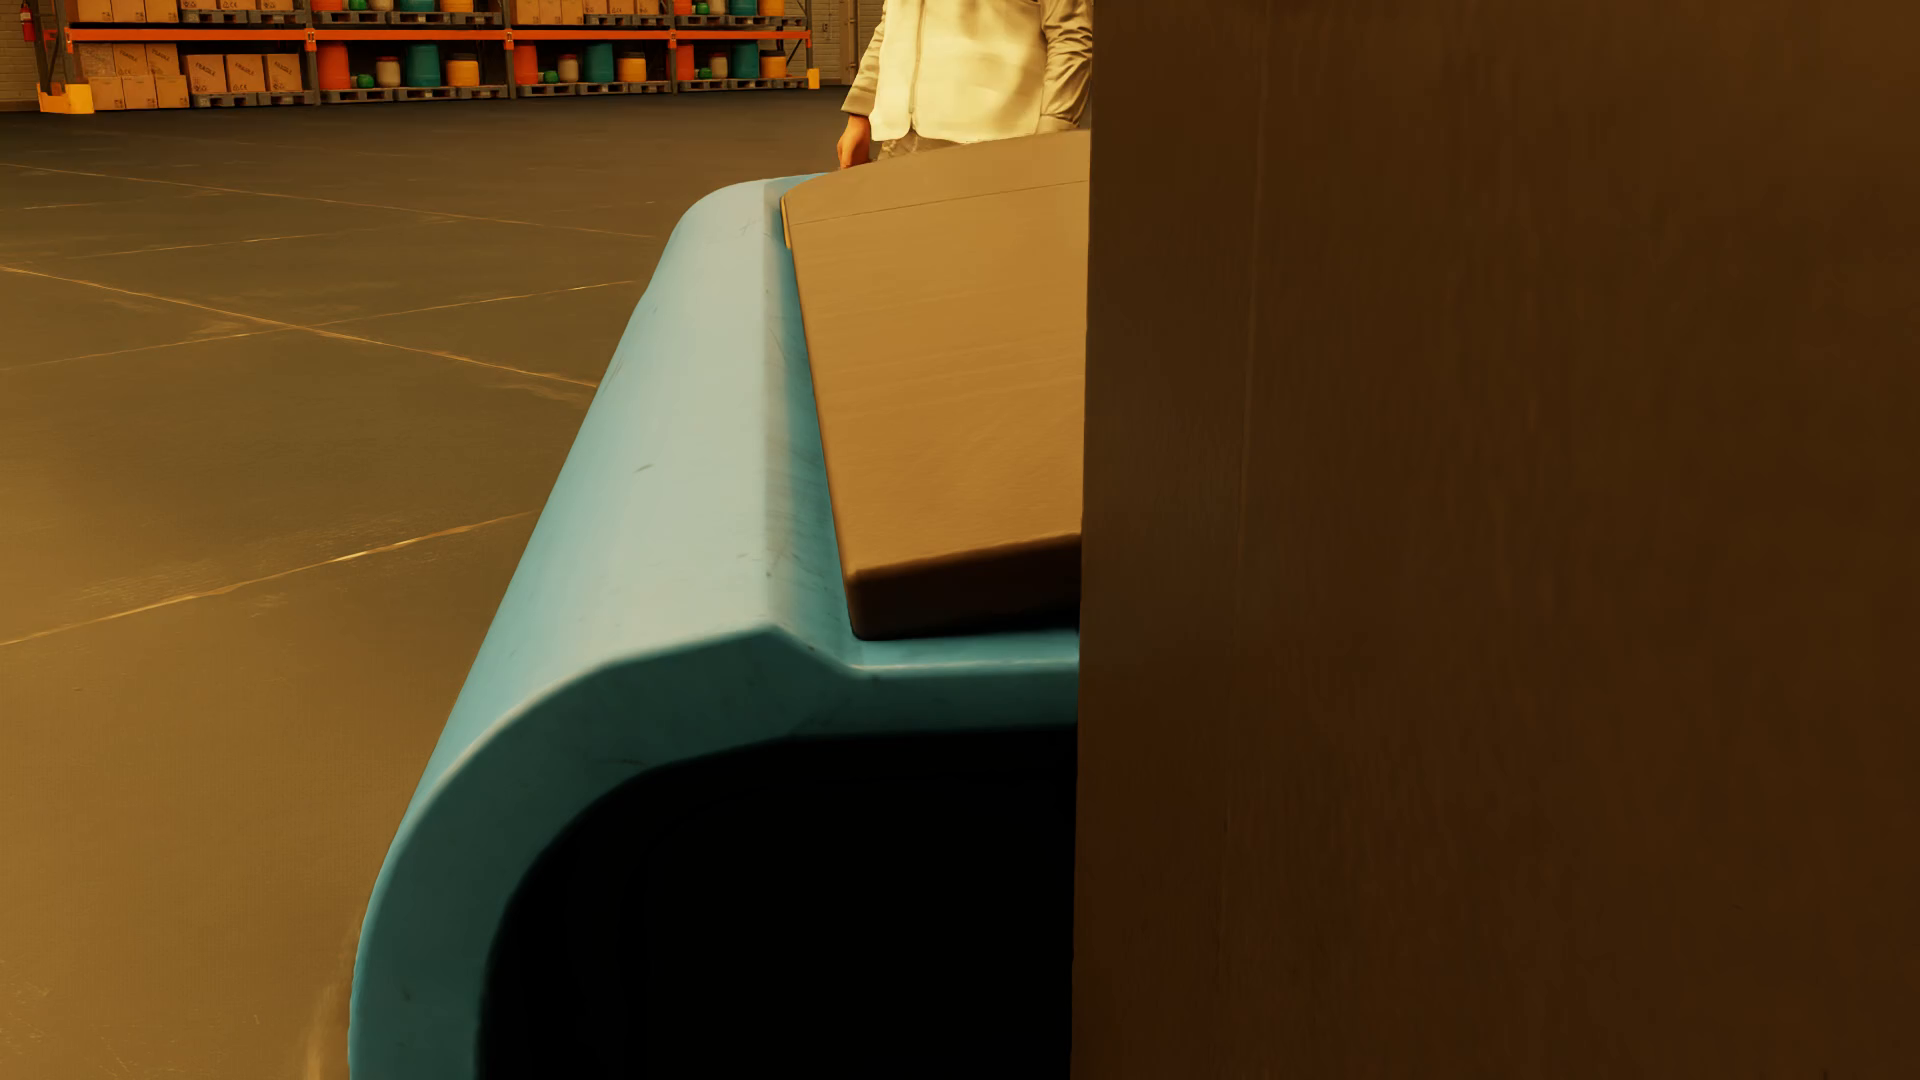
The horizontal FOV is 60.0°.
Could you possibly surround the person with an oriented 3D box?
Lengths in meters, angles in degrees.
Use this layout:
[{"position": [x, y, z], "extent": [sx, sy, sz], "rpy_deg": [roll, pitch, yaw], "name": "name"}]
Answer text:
[{"position": [-0.046, -0.843, 3.640], "extent": [0.634, 1.775, 0.566], "rpy_deg": [13, 21, 37], "name": "person"}]
